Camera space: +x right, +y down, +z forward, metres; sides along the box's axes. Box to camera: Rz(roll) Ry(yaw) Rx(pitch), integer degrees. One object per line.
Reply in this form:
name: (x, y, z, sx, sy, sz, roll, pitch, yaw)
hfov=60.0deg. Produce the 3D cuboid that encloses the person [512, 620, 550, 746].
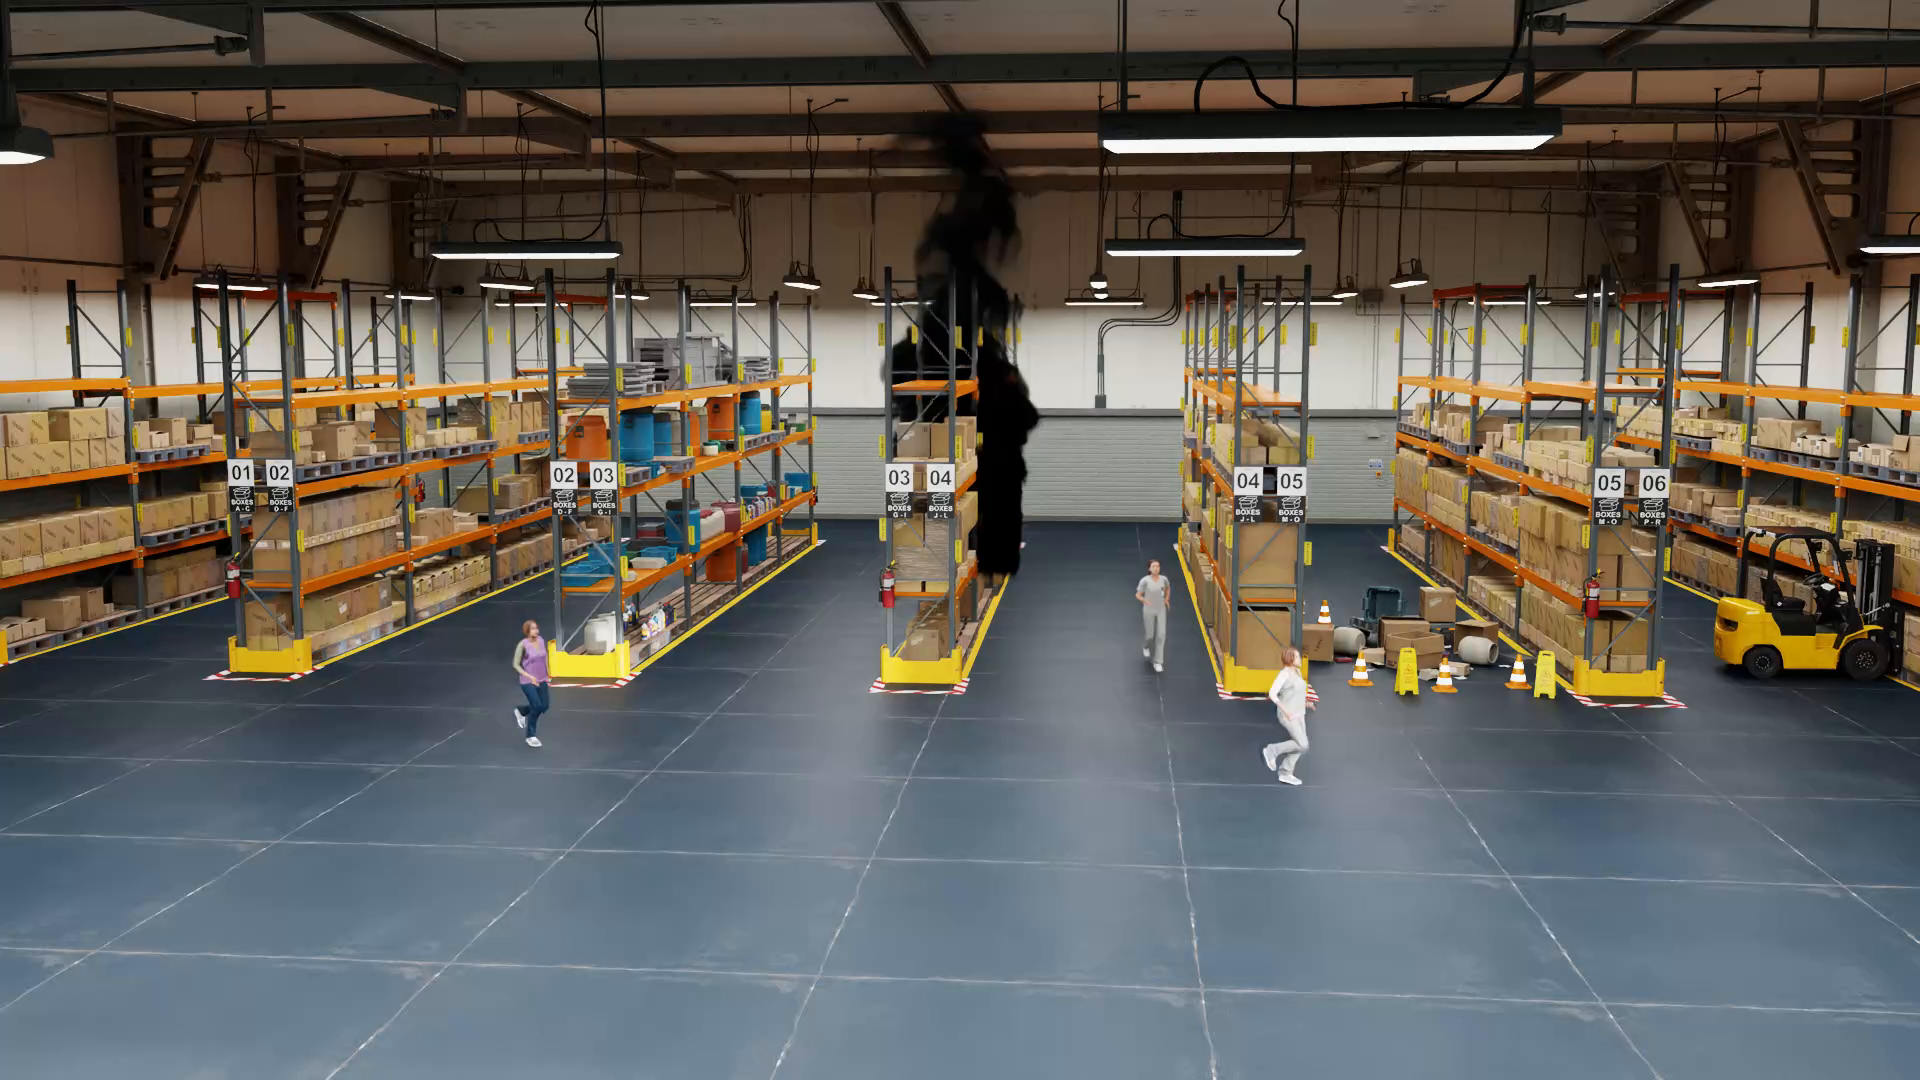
person: (-5.314, 1.751, 20.560, 0.610, 1.573, 0.554, 5, 9, 36)

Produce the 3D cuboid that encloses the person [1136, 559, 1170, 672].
person: (2.951, 1.115, 25.308, 0.568, 1.672, 0.922, -1, 7, -7)

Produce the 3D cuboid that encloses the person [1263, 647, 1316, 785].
person: (3.711, 1.976, 18.701, 0.545, 1.555, 0.536, 5, 8, 35)
